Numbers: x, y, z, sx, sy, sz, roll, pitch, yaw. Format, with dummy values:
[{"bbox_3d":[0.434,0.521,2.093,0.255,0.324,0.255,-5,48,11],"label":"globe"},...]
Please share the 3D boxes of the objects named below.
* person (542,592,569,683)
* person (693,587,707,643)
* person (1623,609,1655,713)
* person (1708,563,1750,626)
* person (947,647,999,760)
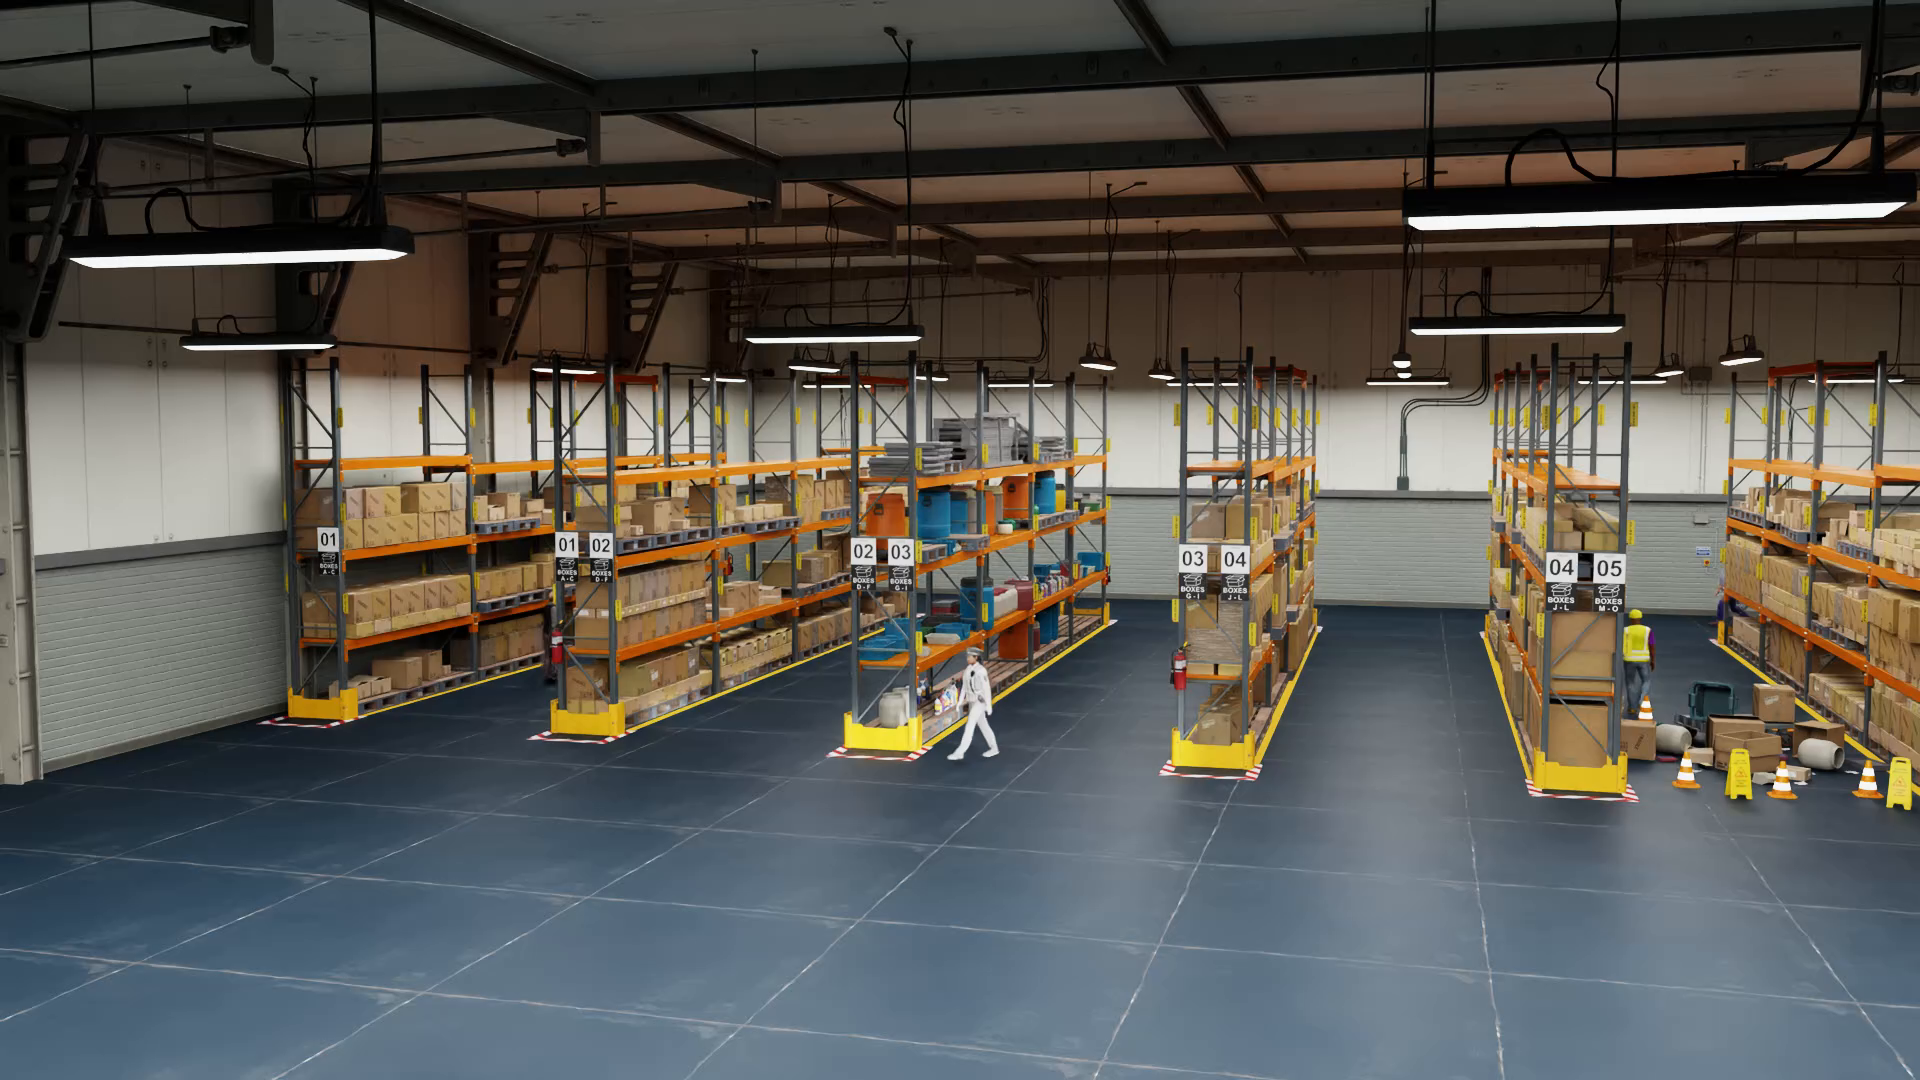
[{"bbox_3d":[-7.700,1.832,31.408,0.543,1.710,0.540,2,5,28],"label":"person"},{"bbox_3d":[-5.805,1.471,36.729,0.459,1.676,0.489,-4,6,-43],"label":"person"},{"bbox_3d":[11.463,2.060,28.181,0.594,1.765,0.548,1,4,16],"label":"person"},{"bbox_3d":[18.499,1.265,39.902,1.021,1.590,0.463,0,4,4],"label":"person"},{"bbox_3d":[0.157,2.376,24.310,0.942,1.635,0.518,-2,5,-24],"label":"person"}]
